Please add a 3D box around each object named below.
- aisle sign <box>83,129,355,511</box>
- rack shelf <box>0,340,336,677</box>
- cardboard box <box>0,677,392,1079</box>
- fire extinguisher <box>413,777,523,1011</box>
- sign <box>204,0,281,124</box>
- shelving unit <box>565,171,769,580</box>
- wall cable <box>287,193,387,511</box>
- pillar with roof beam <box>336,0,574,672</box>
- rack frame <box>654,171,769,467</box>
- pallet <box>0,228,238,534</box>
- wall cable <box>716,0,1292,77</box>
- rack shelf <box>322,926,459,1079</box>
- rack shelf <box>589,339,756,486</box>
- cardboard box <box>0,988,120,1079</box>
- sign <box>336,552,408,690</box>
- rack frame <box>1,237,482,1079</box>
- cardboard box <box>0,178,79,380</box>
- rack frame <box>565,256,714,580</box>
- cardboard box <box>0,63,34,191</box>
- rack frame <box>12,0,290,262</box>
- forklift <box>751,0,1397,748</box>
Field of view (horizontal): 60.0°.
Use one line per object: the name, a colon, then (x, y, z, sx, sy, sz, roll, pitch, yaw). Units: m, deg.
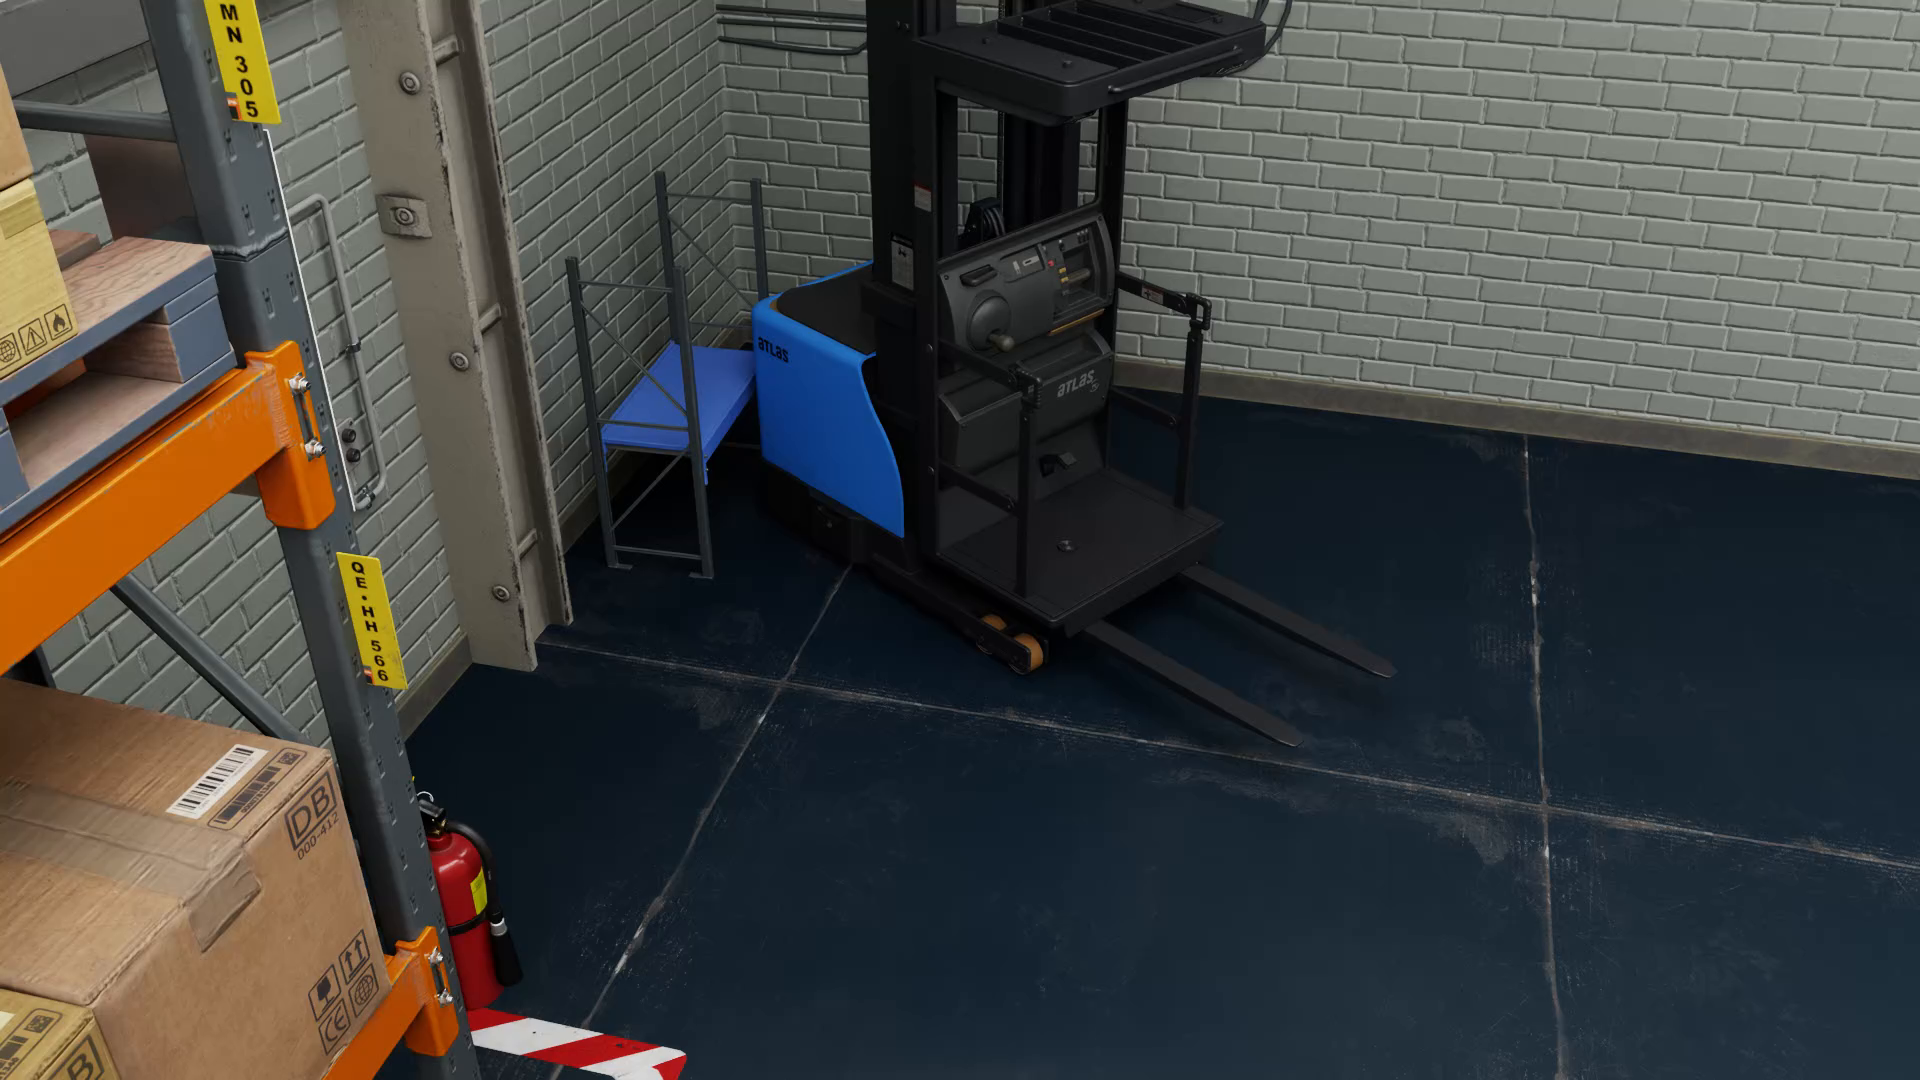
aisle sign: (-1.412, -0.418, 3.188, 0.394, 0.787, 0.004, 8, 33, 12)
rack shelf: (-2.228, 0.752, 1.647, 1.077, 0.370, 4.000, 8, 33, 12)
cardboard box: (-1.841, 0.815, 3.392, 0.980, 0.700, 0.700, 10, 34, 15)
fire extinguisher: (-1.236, 0.850, 4.036, 0.296, 0.674, 0.183, 8, 33, 12)
sign: (-1.199, -0.849, 2.742, 0.100, 0.325, 0.005, 8, 33, 12)
shelving unit: (-1.251, -0.755, 7.540, 0.538, 1.500, 1.048, 6, 33, 10)
wall cable: (-2.311, -0.546, 4.866, 0.084, 1.984, 1.851, 8, 33, 12)
pillar with roof beam: (2.292, -2.789, 3.749, 9.100, 9.000, 0.400, 8, 33, 12)
rack frame: (-1.148, -1.022, 7.960, 0.500, 1.500, 0.032, 6, 33, 10)
pallet: (-1.899, -0.166, 2.502, 1.003, 0.211, 1.213, 8, 33, 12)
wall cable: (0.060, -3.432, 7.655, 3.097, 2.526, 0.112, 8, 33, 12)
rack shelf: (-2.228, 2.017, 2.451, 1.077, 0.370, 4.000, 8, 33, 12)
rack shelf: (-1.251, -0.604, 7.636, 0.538, 0.185, 1.000, 6, 33, 10)
cardboard box: (-2.014, 1.194, 2.796, 0.980, 0.700, 0.700, 8, 33, 12)
sign: (-1.199, 0.168, 3.389, 0.100, 0.325, 0.005, 8, 33, 12)
rack frame: (-1.721, 0.676, 3.891, 1.000, 3.000, 0.127, 8, 33, 12)
cardboard box: (-1.650, -0.330, 2.332, 0.500, 0.250, 0.500, 9, 34, 14)
rack frame: (-1.355, -0.488, 7.120, 0.500, 1.500, 0.032, 6, 33, 10)
cardboard box: (-1.643, -0.646, 2.130, 0.500, 0.500, 0.500, 8, 33, 12)
rack frame: (-1.721, -1.856, 2.281, 1.000, 3.000, 0.127, 8, 33, 12)
forklift: (0.431, -0.996, 6.584, 1.130, 2.935, 3.031, -27, 41, -36)
